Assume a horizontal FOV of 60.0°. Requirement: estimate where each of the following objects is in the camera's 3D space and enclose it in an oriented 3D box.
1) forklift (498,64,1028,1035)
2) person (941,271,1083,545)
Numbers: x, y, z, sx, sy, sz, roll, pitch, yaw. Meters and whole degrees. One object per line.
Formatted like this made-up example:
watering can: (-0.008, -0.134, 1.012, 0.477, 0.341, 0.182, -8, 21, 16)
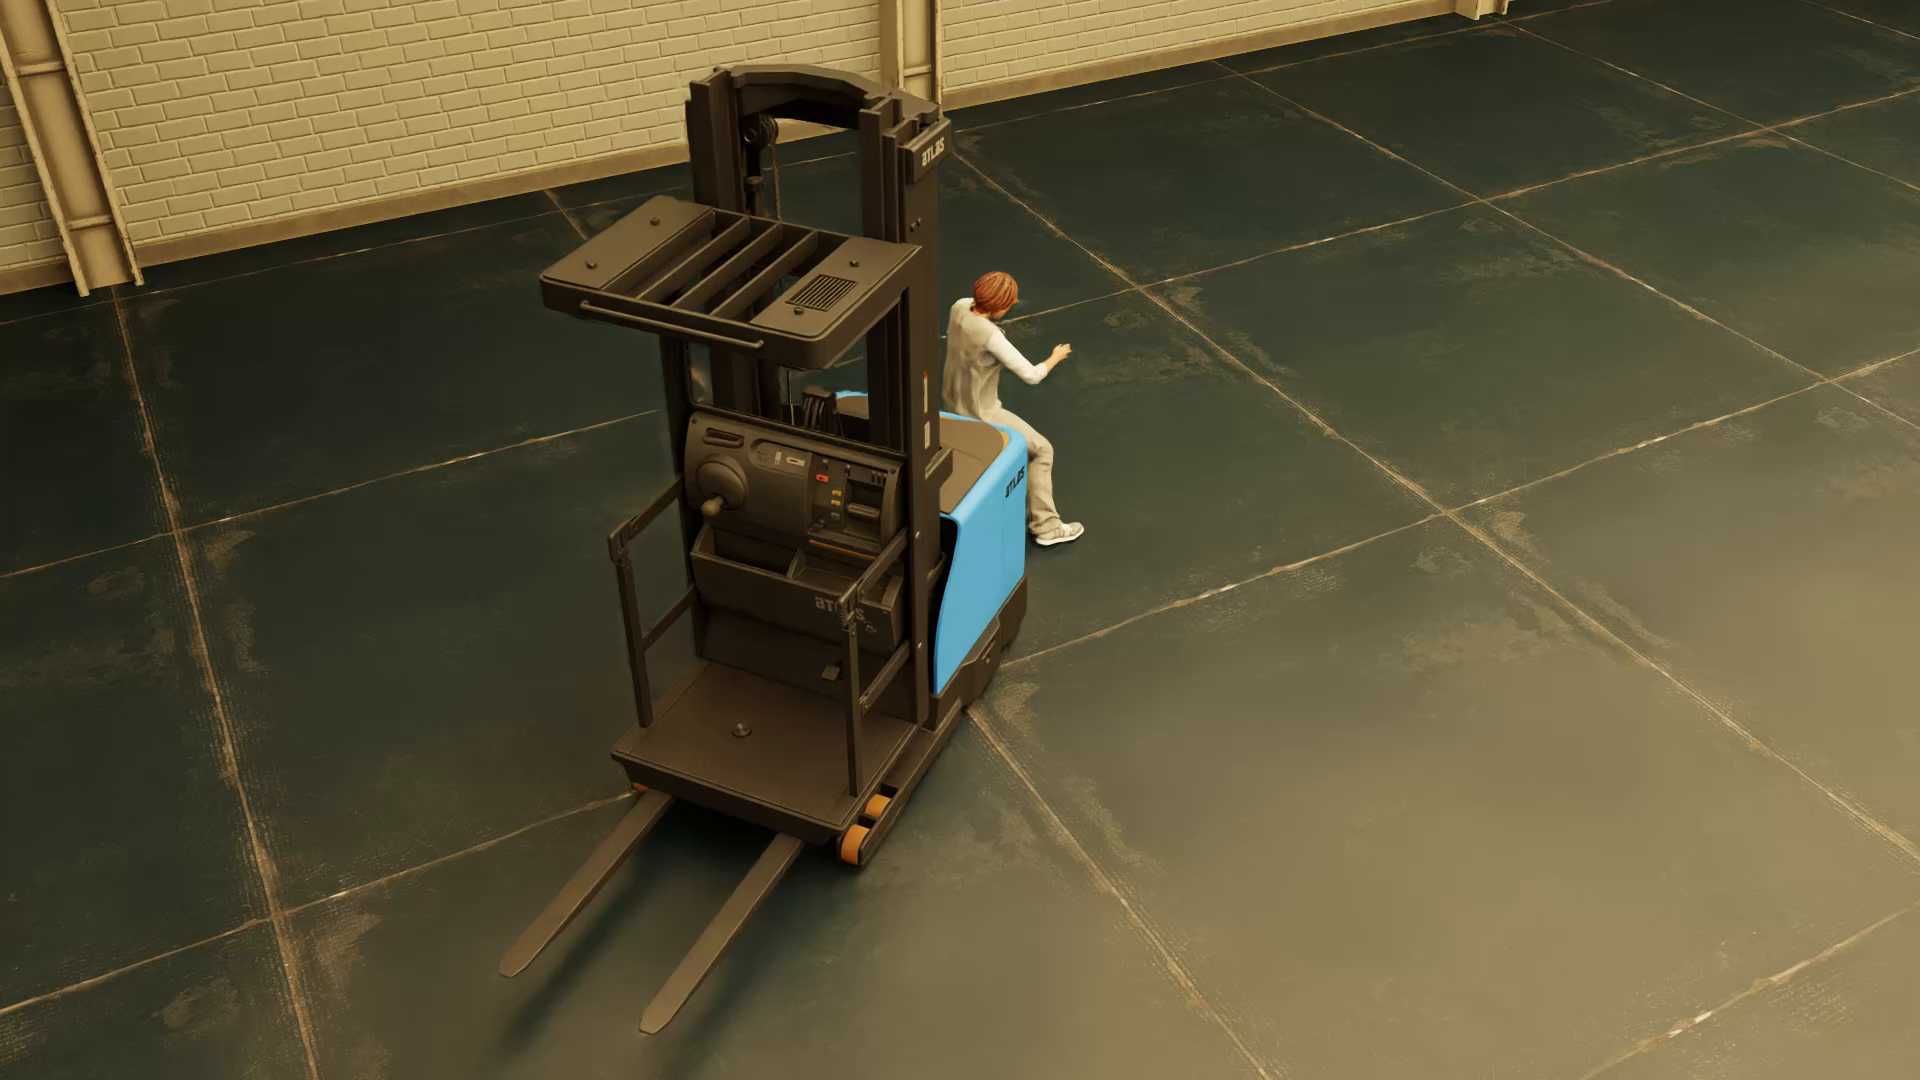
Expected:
forklift: (-0.752, -0.156, 6.343, 1.130, 2.935, 3.031, 15, 38, 20)
person: (0.225, -0.766, 8.564, 0.637, 1.363, 0.986, -15, 38, -20)
